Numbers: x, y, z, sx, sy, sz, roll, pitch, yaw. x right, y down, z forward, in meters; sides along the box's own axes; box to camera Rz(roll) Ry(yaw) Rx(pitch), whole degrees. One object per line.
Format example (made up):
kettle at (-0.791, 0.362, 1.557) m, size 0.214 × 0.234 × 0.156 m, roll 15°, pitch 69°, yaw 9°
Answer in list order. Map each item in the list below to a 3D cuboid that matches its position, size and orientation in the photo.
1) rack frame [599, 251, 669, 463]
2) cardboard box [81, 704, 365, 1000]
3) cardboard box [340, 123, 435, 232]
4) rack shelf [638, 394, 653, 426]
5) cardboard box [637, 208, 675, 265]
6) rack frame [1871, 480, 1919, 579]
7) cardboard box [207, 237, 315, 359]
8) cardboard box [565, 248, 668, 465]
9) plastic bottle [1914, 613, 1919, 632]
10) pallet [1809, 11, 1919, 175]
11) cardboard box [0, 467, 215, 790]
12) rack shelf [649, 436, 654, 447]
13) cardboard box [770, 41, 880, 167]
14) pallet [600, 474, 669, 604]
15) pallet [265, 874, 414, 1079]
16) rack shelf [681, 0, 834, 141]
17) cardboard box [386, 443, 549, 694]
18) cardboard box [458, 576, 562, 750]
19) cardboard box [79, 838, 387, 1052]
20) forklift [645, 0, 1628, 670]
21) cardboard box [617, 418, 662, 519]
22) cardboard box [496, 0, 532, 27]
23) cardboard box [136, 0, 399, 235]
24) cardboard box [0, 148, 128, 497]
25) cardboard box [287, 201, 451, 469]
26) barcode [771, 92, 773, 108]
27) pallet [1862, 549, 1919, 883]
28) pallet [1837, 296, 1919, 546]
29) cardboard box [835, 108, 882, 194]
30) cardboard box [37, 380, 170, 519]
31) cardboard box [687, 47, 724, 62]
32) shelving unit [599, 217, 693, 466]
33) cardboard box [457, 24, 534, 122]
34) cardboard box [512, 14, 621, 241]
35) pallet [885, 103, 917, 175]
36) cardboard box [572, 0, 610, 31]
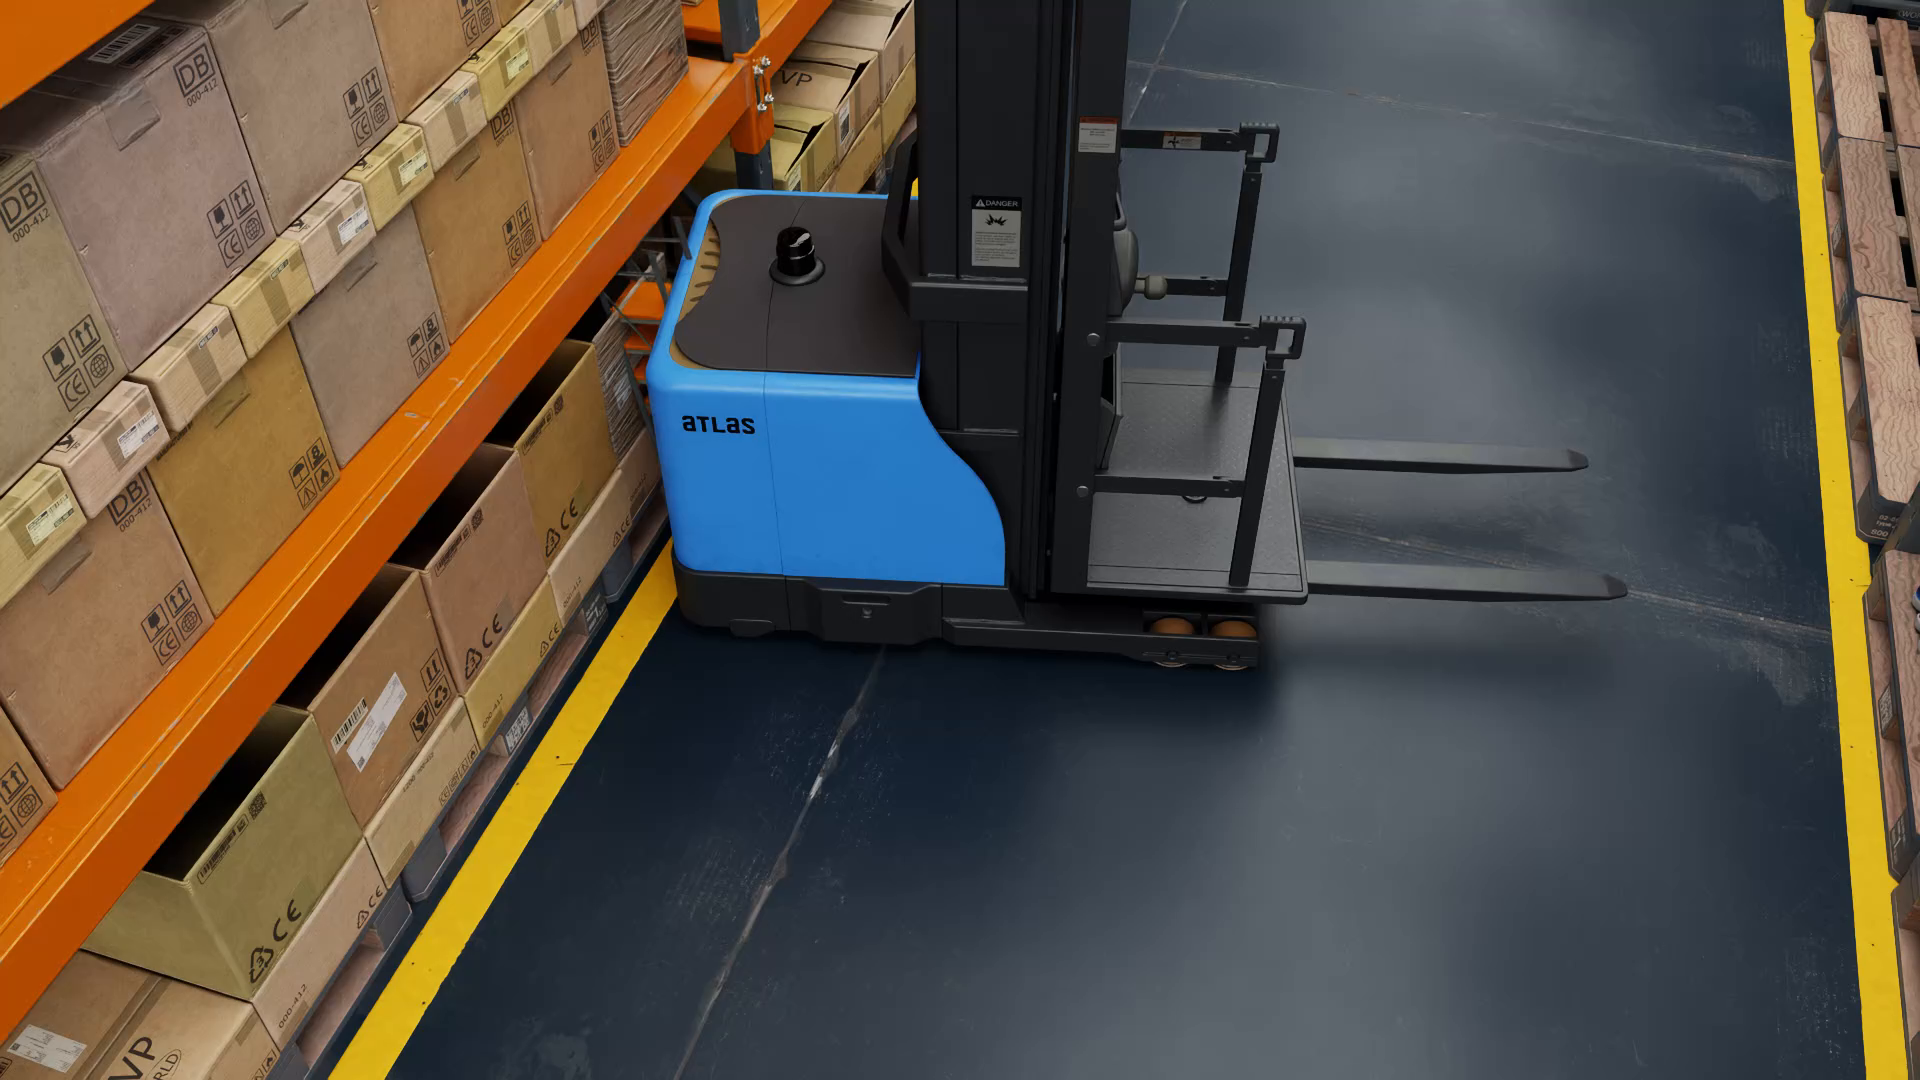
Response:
rack frame at (-0.919, -0.420, 5.311) m, size 0.240 × 1.200 × 0.006 m, roll 6°, pitch 45°, yaw 19°
cardboard box at (-1.851, 0.704, 4.015) m, size 0.500 × 0.500 × 0.500 m, roll 13°, pitch 46°, yaw 13°
cardboard box at (-1.505, -0.900, 3.990) m, size 0.380 × 0.149 × 0.250 m, roll 14°, pitch 46°, yaw 14°
rack shelf at (-0.884, -0.450, 5.402) m, size 0.258 × 0.103 × 0.180 m, roll 6°, pitch 45°, yaw 19°
cardboard box at (-1.314, -1.388, 6.689) m, size 0.500 × 0.250 × 0.500 m, roll 12°, pitch 46°, yaw 12°
rack frame at (3.556, -0.831, 4.455) m, size 1.000 × 3.000 × 0.127 m, roll 13°, pitch 46°, yaw 13°
cardboard box at (-1.662, -0.559, 3.641) m, size 0.380 × 0.149 × 0.250 m, roll 12°, pitch 46°, yaw 12°
cardboard box at (-1.258, -0.632, 5.381) m, size 0.500 × 0.500 × 0.500 m, roll 13°, pitch 46°, yaw 13°
plastic bottle at (3.011, 0.199, 5.088) m, size 0.097 × 0.201 × 0.097 m, roll 0°, pitch 44°, yaw 0°
pallet at (4.496, -1.992, 7.635) m, size 1.003 × 0.211 × 1.213 m, roll 13°, pitch 46°, yaw 13°
cardboard box at (-2.067, 0.088, 3.444) m, size 0.700 × 0.500 × 0.500 m, roll 14°, pitch 46°, yaw 14°
rack shelf at (-0.865, -0.362, 5.482) m, size 0.258 × 0.103 × 0.180 m, roll 6°, pitch 45°, yaw 19°
cardboard box at (-0.644, -1.806, 6.715) m, size 0.500 × 0.311 × 0.500 m, roll 12°, pitch 46°, yaw 12°
pallet at (-1.444, -0.365, 5.972) m, size 1.003 × 0.211 × 1.213 m, roll 13°, pitch 46°, yaw 13°
pallet at (-2.183, 1.262, 4.310) m, size 1.003 × 0.211 × 1.213 m, roll 13°, pitch 46°, yaw 13°
rack shelf at (-0.558, -2.959, 7.143) m, size 1.077 × 0.370 × 4.000 m, roll 13°, pitch 46°, yaw 13°
cardboard box at (-1.543, 0.039, 4.695) m, size 0.500 × 0.500 × 0.500 m, roll 13°, pitch 46°, yaw 13°
cardboard box at (-1.544, 0.306, 4.958) m, size 0.500 × 0.250 × 0.500 m, roll 13°, pitch 46°, yaw 13°
cardboard box at (-1.852, 0.972, 4.278) m, size 0.500 × 0.250 × 0.500 m, roll 13°, pitch 46°, yaw 13°
forklift at (0.623, -1.018, 4.695) m, size 3.031 × 2.935 × 1.130 m, roll 3°, pitch 44°, yaw 3°
cardboard box at (-1.256, -0.363, 5.642) m, size 0.500 × 0.250 × 0.500 m, roll 13°, pitch 46°, yaw 13°
cardboard box at (-1.443, -1.748, 4.392) m, size 0.700 × 0.500 × 0.500 m, roll 12°, pitch 46°, yaw 12°
cardboard box at (-1.747, -1.081, 3.711) m, size 0.700 × 0.500 × 0.500 m, roll 13°, pitch 46°, yaw 13°
cardboard box at (-2.051, -0.411, 3.027) m, size 0.700 × 0.500 × 0.500 m, roll 11°, pitch 46°, yaw 11°
cardboard box at (-1.755, -0.593, 4.140) m, size 0.700 × 0.500 × 0.500 m, roll 14°, pitch 46°, yaw 14°
barcode at (-0.689, -1.572, 5.998) m, size 0.001 × 0.075 × 0.075 m, roll 13°, pitch 46°, yaw 13°
pallet at (3.313, 0.604, 4.981) m, size 1.003 × 0.211 × 1.213 m, roll 13°, pitch 46°, yaw 13°
pallet at (3.757, -0.366, 5.973) m, size 1.003 × 0.211 × 1.213 m, roll 13°, pitch 46°, yaw 13°
cardboard box at (-0.649, -1.607, 6.913) m, size 0.500 × 0.250 × 0.500 m, roll 14°, pitch 46°, yaw 14°
cardboard box at (-1.818, -0.210, 3.285) m, size 0.380 × 0.149 × 0.250 m, roll 12°, pitch 46°, yaw 12°
cardboard box at (-1.162, -1.929, 6.842) m, size 0.500 × 0.311 × 0.500 m, roll 14°, pitch 46°, yaw 14°
shelving unit at (-0.891, -0.482, 5.372) m, size 0.258 × 1.200 × 0.189 m, roll 6°, pitch 45°, yaw 19°
cardboard box at (-1.351, -1.246, 4.343) m, size 0.380 × 0.149 × 0.250 m, roll 12°, pitch 46°, yaw 12°
cardboard box at (-1.445, -1.268, 4.830) m, size 0.700 × 0.500 × 0.500 m, roll 12°, pitch 46°, yaw 12°
pallet at (-0.610, -2.201, 7.849) m, size 1.003 × 0.211 × 1.213 m, roll 13°, pitch 46°, yaw 13°
cardboard box at (-1.195, -1.584, 4.689) m, size 0.380 × 0.149 × 0.250 m, roll 11°, pitch 46°, yaw 11°
